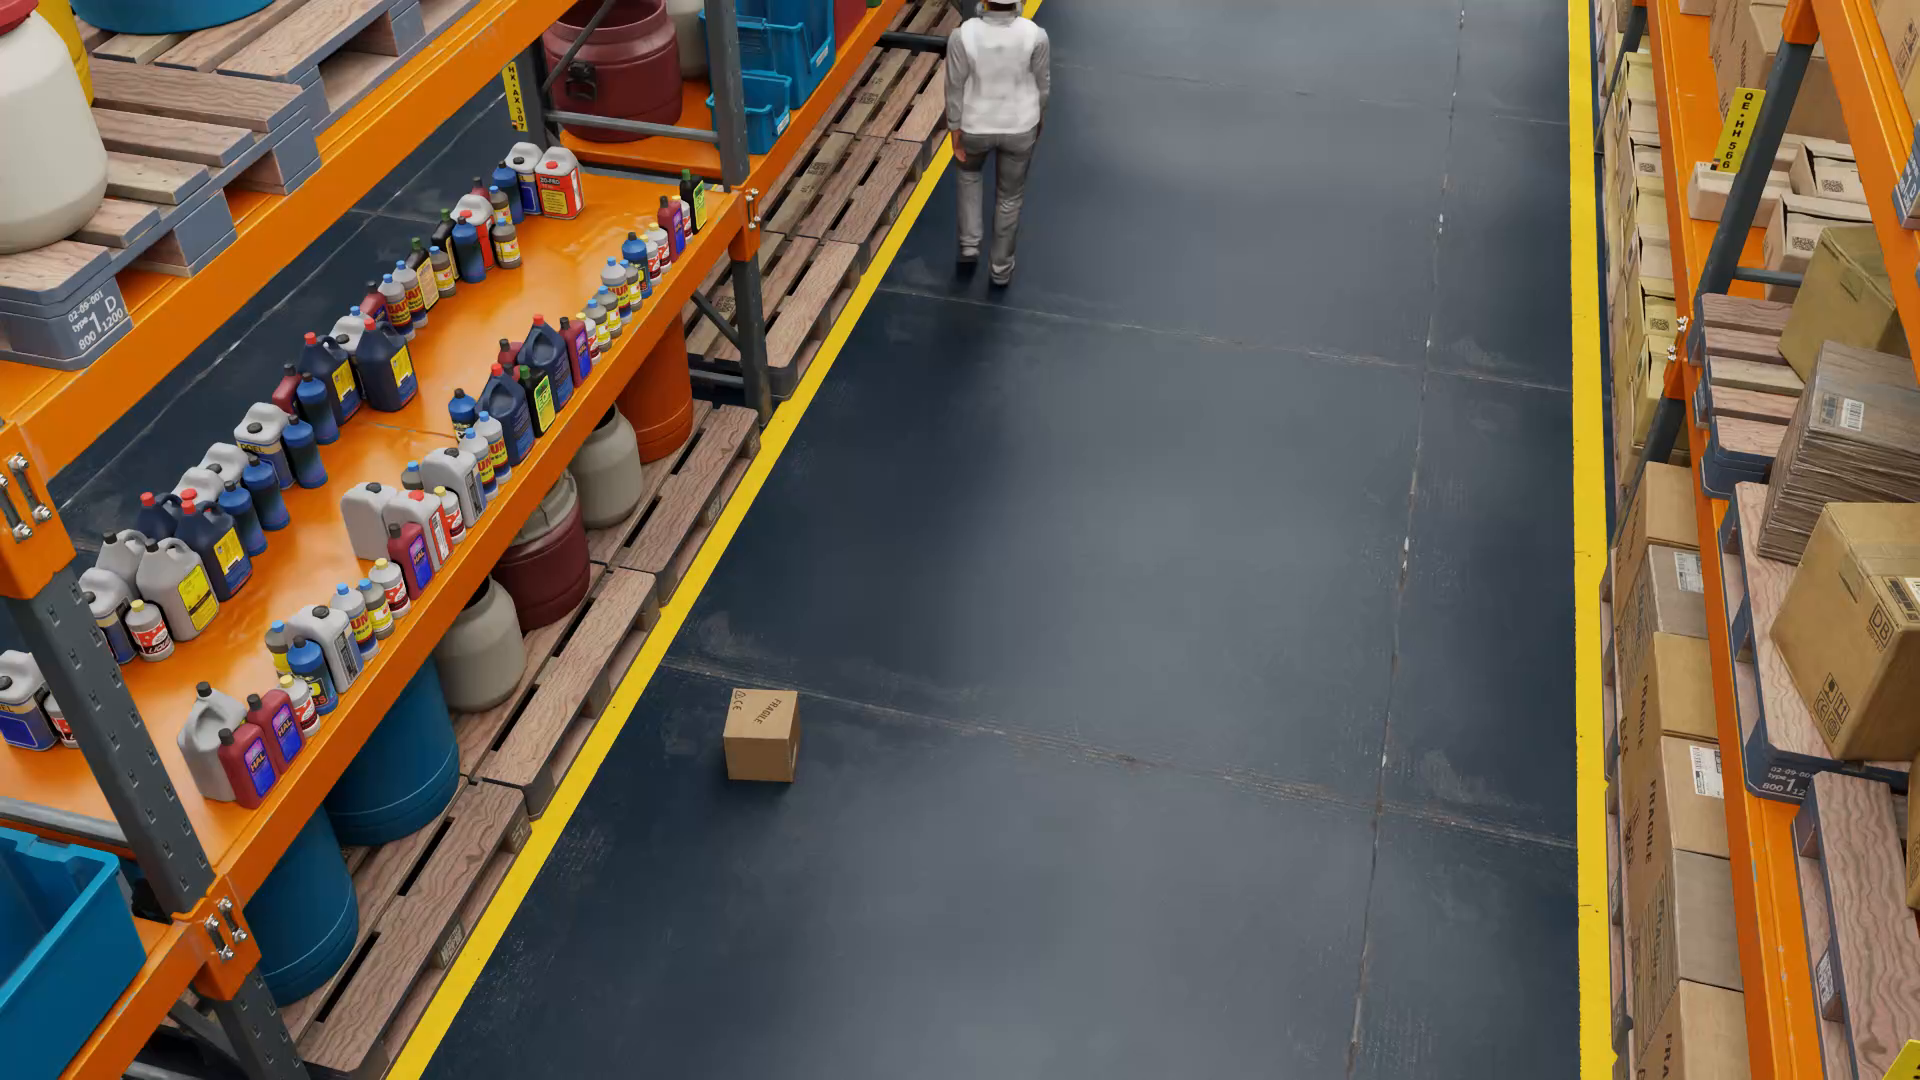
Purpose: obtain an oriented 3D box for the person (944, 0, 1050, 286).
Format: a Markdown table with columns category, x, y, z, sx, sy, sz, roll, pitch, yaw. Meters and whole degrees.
| category | x | y | z | sx | sy | sz | roll | pitch | yaw |
| --- | --- | --- | --- | --- | --- | --- | --- | --- | --- |
| person | 0.194 | -2.169 | 8.655 | 0.536 | 1.814 | 0.488 | 2 | 41 | 3 |
